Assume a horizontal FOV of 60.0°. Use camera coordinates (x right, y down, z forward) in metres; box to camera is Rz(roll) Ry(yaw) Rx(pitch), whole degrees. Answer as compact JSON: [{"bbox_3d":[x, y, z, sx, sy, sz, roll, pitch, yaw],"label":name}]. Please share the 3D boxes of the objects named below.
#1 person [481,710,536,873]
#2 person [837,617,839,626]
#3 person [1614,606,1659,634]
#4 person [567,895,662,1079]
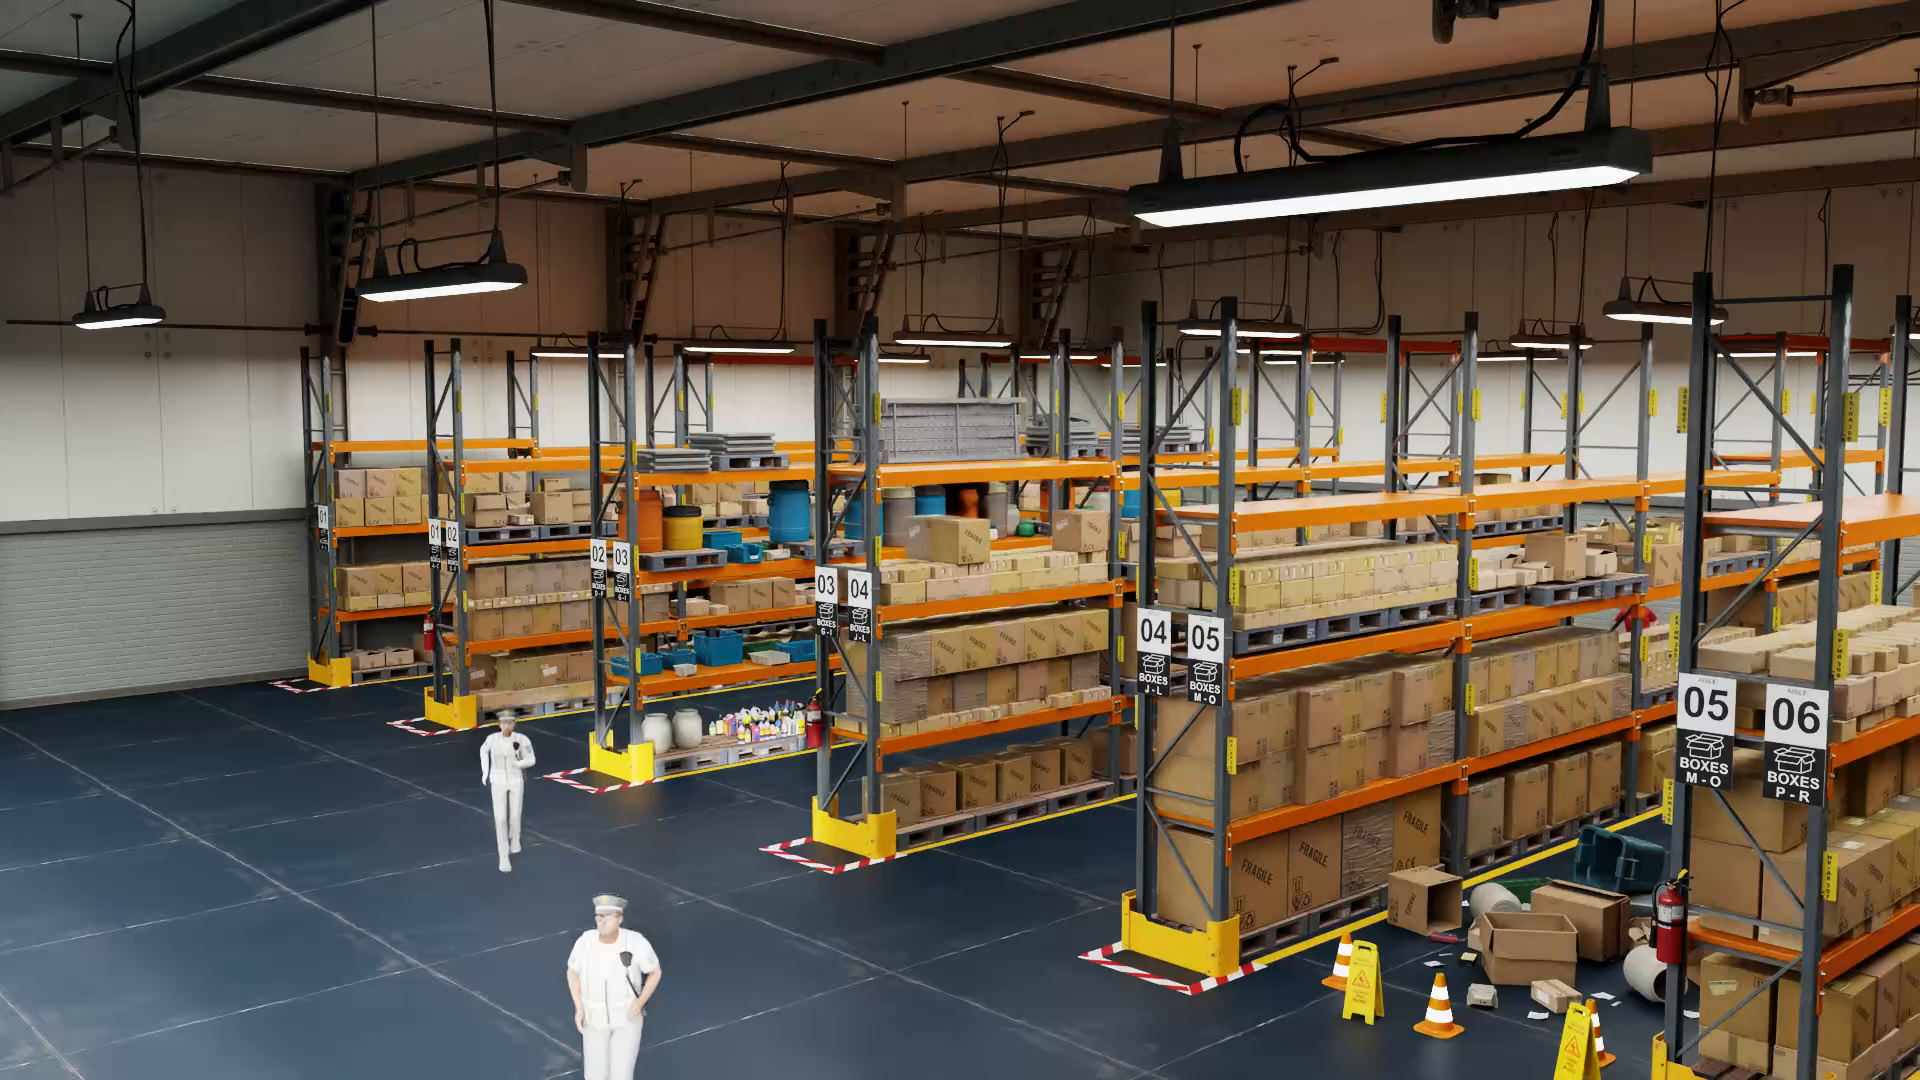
[{"bbox_3d":[-4.965,2.705,18.300,0.580,1.738,0.848,-1,5,-15],"label":"person"},{"bbox_3d":[-2.719,1.241,34.590,0.667,1.750,0.915,4,7,41],"label":"person"},{"bbox_3d":[11.745,1.780,28.835,0.720,1.688,0.831,1,5,10],"label":"person"},{"bbox_3d":[-2.395,3.291,11.515,0.653,1.758,0.647,0,5,-5],"label":"person"}]
